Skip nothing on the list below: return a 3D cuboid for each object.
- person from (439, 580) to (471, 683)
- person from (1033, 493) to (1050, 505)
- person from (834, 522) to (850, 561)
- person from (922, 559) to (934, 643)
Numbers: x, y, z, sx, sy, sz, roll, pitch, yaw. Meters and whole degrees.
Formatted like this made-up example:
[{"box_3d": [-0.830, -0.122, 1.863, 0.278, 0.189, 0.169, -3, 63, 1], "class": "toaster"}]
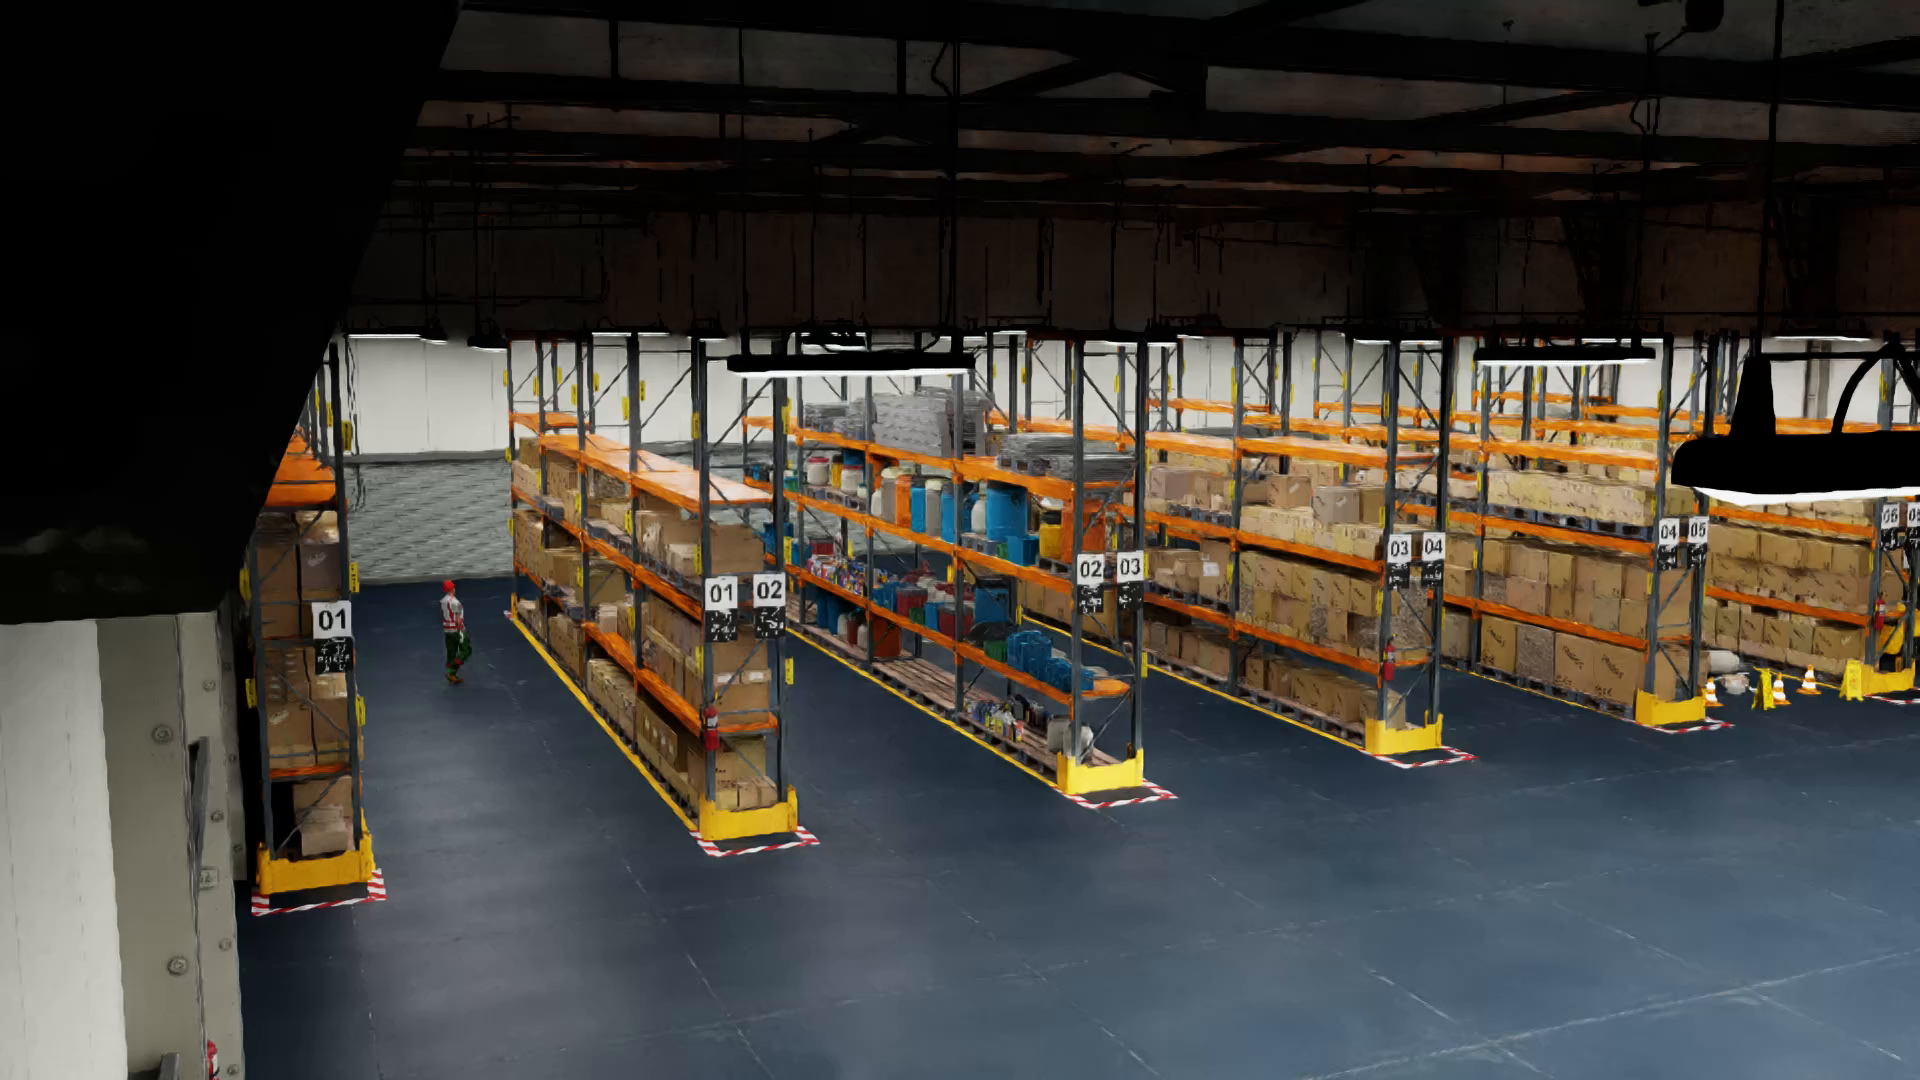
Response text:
[{"box_3d": [-8.696, 1.573, 28.510, 0.594, 1.786, 0.443, 7, 10, 40], "class": "person"}, {"box_3d": [2.159, -0.487, 43.811, 0.660, 1.758, 0.541, 7, 10, 40], "class": "person"}, {"box_3d": [-2.569, 0.472, 36.595, 0.510, 1.781, 0.661, -2, 8, -13], "class": "person"}, {"box_3d": [-0.694, 1.163, 32.109, 0.349, 1.598, 0.529, -7, 10, -41], "class": "person"}]
